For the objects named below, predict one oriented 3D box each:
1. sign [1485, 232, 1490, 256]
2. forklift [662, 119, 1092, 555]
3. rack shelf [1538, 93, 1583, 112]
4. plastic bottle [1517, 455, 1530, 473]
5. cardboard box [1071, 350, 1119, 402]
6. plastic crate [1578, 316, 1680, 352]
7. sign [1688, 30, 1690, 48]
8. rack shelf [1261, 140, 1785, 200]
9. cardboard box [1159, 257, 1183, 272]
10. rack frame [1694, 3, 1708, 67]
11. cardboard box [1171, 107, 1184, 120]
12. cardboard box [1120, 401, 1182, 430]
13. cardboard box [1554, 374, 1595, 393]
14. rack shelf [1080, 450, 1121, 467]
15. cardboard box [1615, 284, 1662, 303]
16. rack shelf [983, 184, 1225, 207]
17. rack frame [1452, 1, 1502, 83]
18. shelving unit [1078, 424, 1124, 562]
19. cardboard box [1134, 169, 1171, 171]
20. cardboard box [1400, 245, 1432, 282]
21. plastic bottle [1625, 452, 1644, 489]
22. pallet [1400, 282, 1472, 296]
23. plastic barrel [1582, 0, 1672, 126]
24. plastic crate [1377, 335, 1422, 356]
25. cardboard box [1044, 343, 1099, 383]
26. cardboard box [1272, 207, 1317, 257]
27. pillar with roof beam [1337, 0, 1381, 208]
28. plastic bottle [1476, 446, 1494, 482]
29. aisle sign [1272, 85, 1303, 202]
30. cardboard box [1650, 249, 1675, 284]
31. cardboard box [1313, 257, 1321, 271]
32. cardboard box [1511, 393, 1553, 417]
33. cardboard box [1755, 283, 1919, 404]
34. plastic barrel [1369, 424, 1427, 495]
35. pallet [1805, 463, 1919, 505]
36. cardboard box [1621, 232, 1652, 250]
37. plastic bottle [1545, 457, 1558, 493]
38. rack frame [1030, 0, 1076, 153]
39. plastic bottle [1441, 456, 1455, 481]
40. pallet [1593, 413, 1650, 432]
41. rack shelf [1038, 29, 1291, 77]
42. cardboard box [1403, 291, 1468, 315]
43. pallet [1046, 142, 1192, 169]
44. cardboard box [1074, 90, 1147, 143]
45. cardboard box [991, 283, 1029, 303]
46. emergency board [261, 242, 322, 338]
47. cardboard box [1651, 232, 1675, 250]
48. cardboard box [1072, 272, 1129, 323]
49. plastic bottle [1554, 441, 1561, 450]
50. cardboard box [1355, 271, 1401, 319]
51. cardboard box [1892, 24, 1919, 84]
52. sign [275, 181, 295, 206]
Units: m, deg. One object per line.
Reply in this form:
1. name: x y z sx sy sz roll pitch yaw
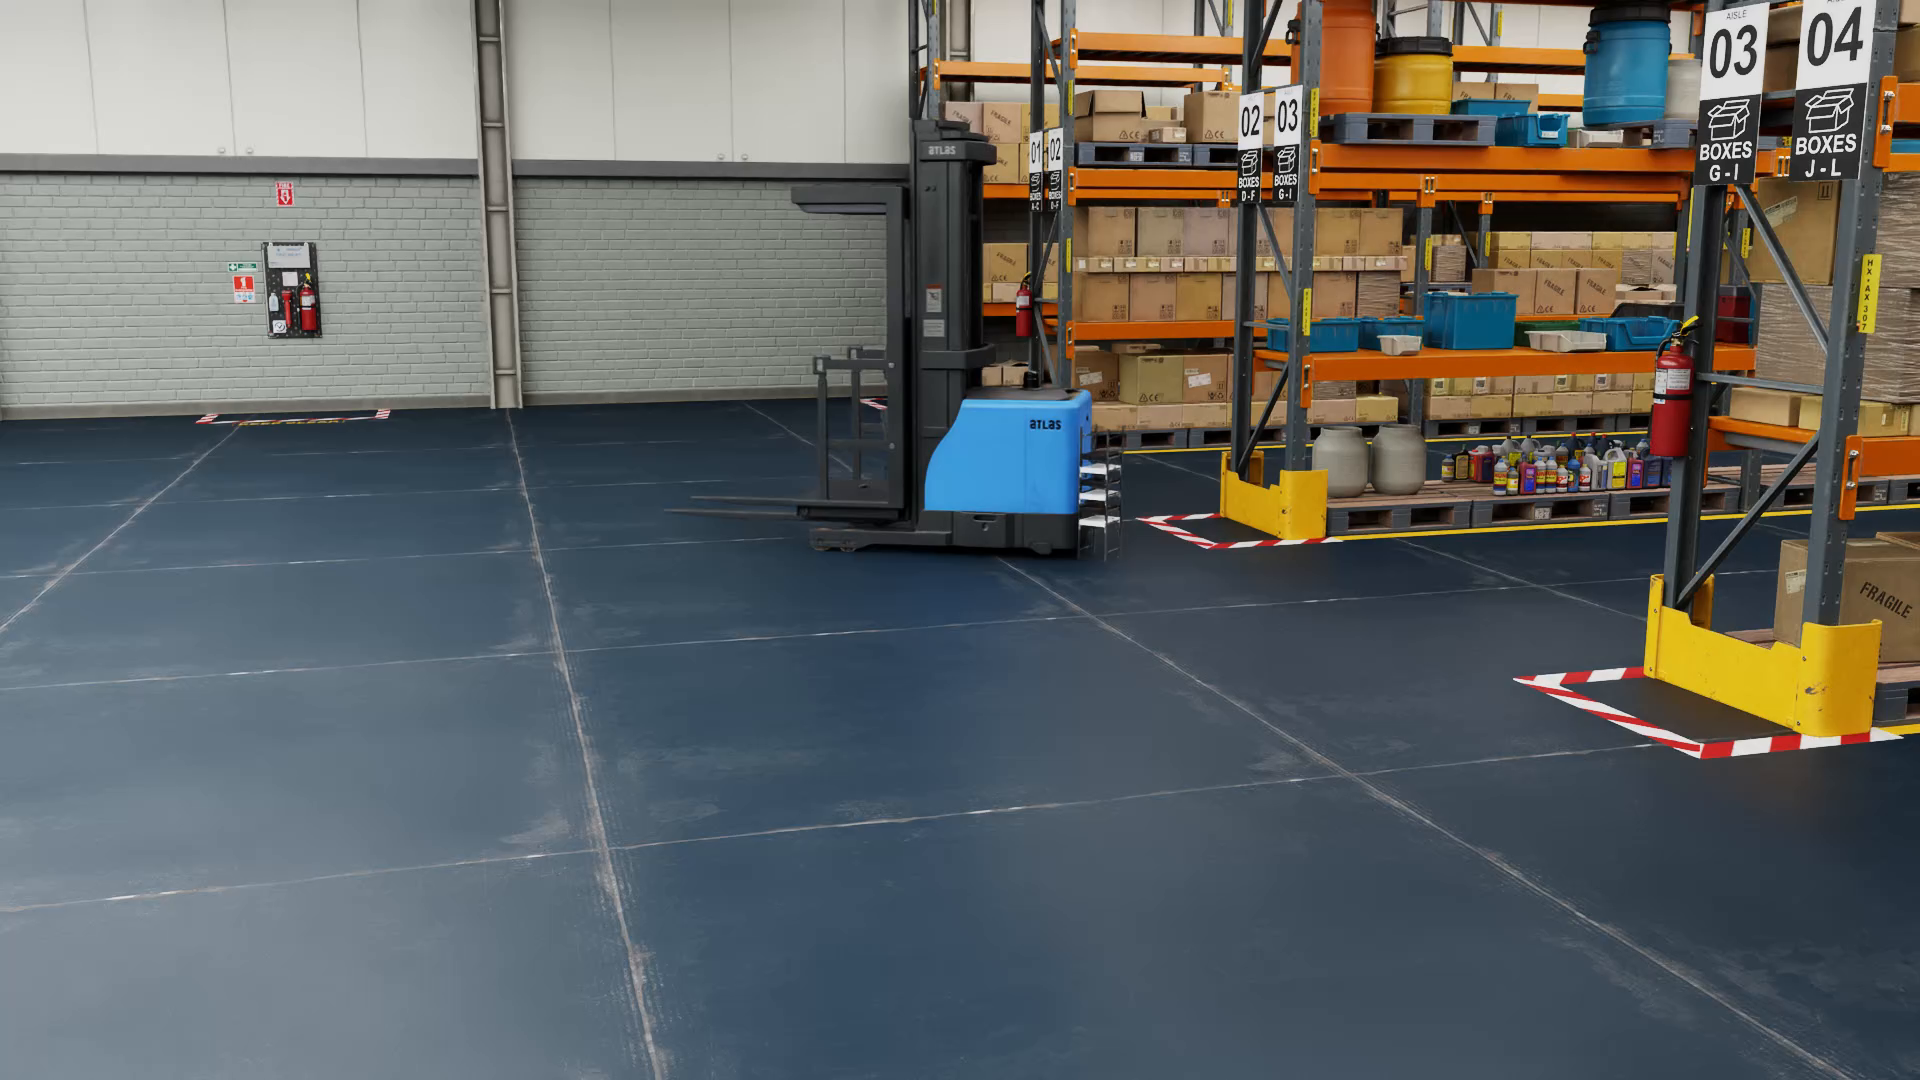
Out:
1. sign: 7.373 -4.134 23.238 0.005 0.325 0.100 -3 11 -16
2. forklift: -0.601 -1.447 11.810 3.031 2.935 1.130 2 11 10
3. rack shelf: 9.132 -6.199 23.954 4.000 0.370 1.077 -3 11 -16
4. plastic bottle: 4.557 -0.585 13.453 0.097 0.201 0.097 0 10 0
5. cardboard box: 1.351 -1.734 17.541 0.500 0.500 0.500 -3 11 -16
6. plastic crate: 5.154 -1.596 12.844 0.616 0.251 0.499 -3 11 -16
7. sign: 10.921 -7.485 24.834 0.005 0.325 0.100 -3 11 -16
8. rack shelf: 4.220 -2.793 12.635 4.000 0.370 1.077 -3 11 -16
9. cardboard box: 2.092 -2.821 17.016 0.250 0.149 0.380 -3 11 -17
10. rack frame: 6.141 -4.723 12.848 0.127 3.000 1.000 -3 11 -16
11. cardboard box: 2.966 -5.448 21.979 0.500 0.500 0.500 -4 11 -21
12. cardboard box: 1.975 -1.300 17.259 0.500 0.250 0.500 -3 11 -16
13. cardboard box: 6.702 -1.820 18.532 0.500 0.311 0.500 -3 11 -14
14. rack shelf: 0.960 -0.556 11.269 0.200 0.077 0.258 7 12 31
15. cardboard box: 7.687 -2.781 19.114 0.500 0.311 0.500 -3 11 -17
16. rack shelf: 1.451 -4.515 21.990 4.000 0.370 1.077 -3 11 -16
17. rack frame: 7.212 -6.648 23.302 0.127 3.000 1.000 -3 11 -16
18. shelving unit: 0.959 -0.323 11.312 0.210 0.900 0.258 7 12 31
19. cardboard box: 2.467 -4.937 21.964 0.500 0.500 0.500 -4 11 -21
20. cardboard box: 6.235 -3.904 23.479 0.500 0.500 0.700 -4 11 -21
21. plastic bottle: 5.274 -0.545 13.011 0.133 0.283 0.061 -2 11 -12
22. pallet: 6.558 -3.548 23.567 1.003 0.211 1.213 -3 11 -16
23. plastic barrel: 5.155 -3.669 12.864 0.708 0.901 0.600 -3 11 -16
24. plastic crate: 3.249 -1.430 12.258 0.250 0.136 0.298 -3 11 -16
25. cardboard box: 1.486 -2.356 22.249 0.500 0.500 0.700 -4 11 -20
26. cardboard box: 3.370 -3.247 17.538 0.500 0.500 0.700 -3 11 -16
27. pillar with roof beam: 6.925 -5.984 19.697 0.400 9.000 9.100 -3 11 -16
28. plastic bottle: 4.221 -0.609 13.359 0.133 0.283 0.061 -3 11 -16
29. aisle sign: 2.313 -2.794 11.760 0.004 0.787 0.394 -3 11 -16
30. cardboard box: 10.193 -4.010 24.393 0.500 0.500 0.500 -3 11 -15
31. cardboard box: 3.581 -2.900 17.447 0.250 0.149 0.380 -3 11 -16
32. cardboard box: 6.204 -1.518 18.442 0.500 0.250 0.500 -3 11 -18
33. cardboard box: 4.220 -0.928 7.704 0.500 0.500 0.875 -3 11 -16
34. plastic barrel: 3.392 -0.625 12.870 0.421 0.512 0.421 0 10 0
35. pallet: 8.057 -0.510 14.235 1.213 0.211 1.003 -3 11 -16
36. cardboard box: 9.692 -4.356 24.198 0.500 0.250 0.500 -3 11 -15
37. plastic bottle: 4.553 -0.505 12.825 0.097 0.271 0.097 0 10 0
38. rack frame: 0.919 -5.382 16.427 0.127 3.000 1.000 -3 11 -16
39. plastic bottle: 3.941 -0.580 13.424 0.097 0.201 0.097 0 10 0
40. pallet: 7.799 -1.430 19.232 1.213 0.211 1.003 -3 11 -16
41. rack shelf: 2.839 -4.933 17.078 4.000 0.370 1.077 -3 11 -16
42. cardboard box: 5.220 -2.593 18.260 0.500 0.250 0.500 -2 11 -12
43. pallet: 1.605 -3.895 16.876 1.213 0.211 1.003 -3 11 -16
44. cardboard box: 1.472 -4.261 16.792 0.637 0.503 0.797 -2 11 -12
45. cardboard box: 0.583 -3.227 21.649 0.500 0.250 0.500 -3 11 -18
46. emergency board: -8.183 -3.056 20.363 0.643 1.169 0.194 -3 11 -16
47. cardboard box: 10.182 -4.382 24.338 0.500 0.250 0.500 -3 11 -15
48. cardboard box: 1.371 -2.502 17.077 0.500 0.500 0.700 -3 11 -16
49. plastic bottle: 4.898 -0.674 13.709 0.133 0.283 0.061 -3 11 -13
50. cardboard box: 4.335 -2.660 17.932 0.500 0.500 0.700 -3 11 -17
51. cardboard box: 4.219 -2.090 7.245 0.500 0.250 0.500 -3 11 -14
52. sign: -8.219 -4.213 20.245 0.199 0.298 0.001 -3 11 -16
